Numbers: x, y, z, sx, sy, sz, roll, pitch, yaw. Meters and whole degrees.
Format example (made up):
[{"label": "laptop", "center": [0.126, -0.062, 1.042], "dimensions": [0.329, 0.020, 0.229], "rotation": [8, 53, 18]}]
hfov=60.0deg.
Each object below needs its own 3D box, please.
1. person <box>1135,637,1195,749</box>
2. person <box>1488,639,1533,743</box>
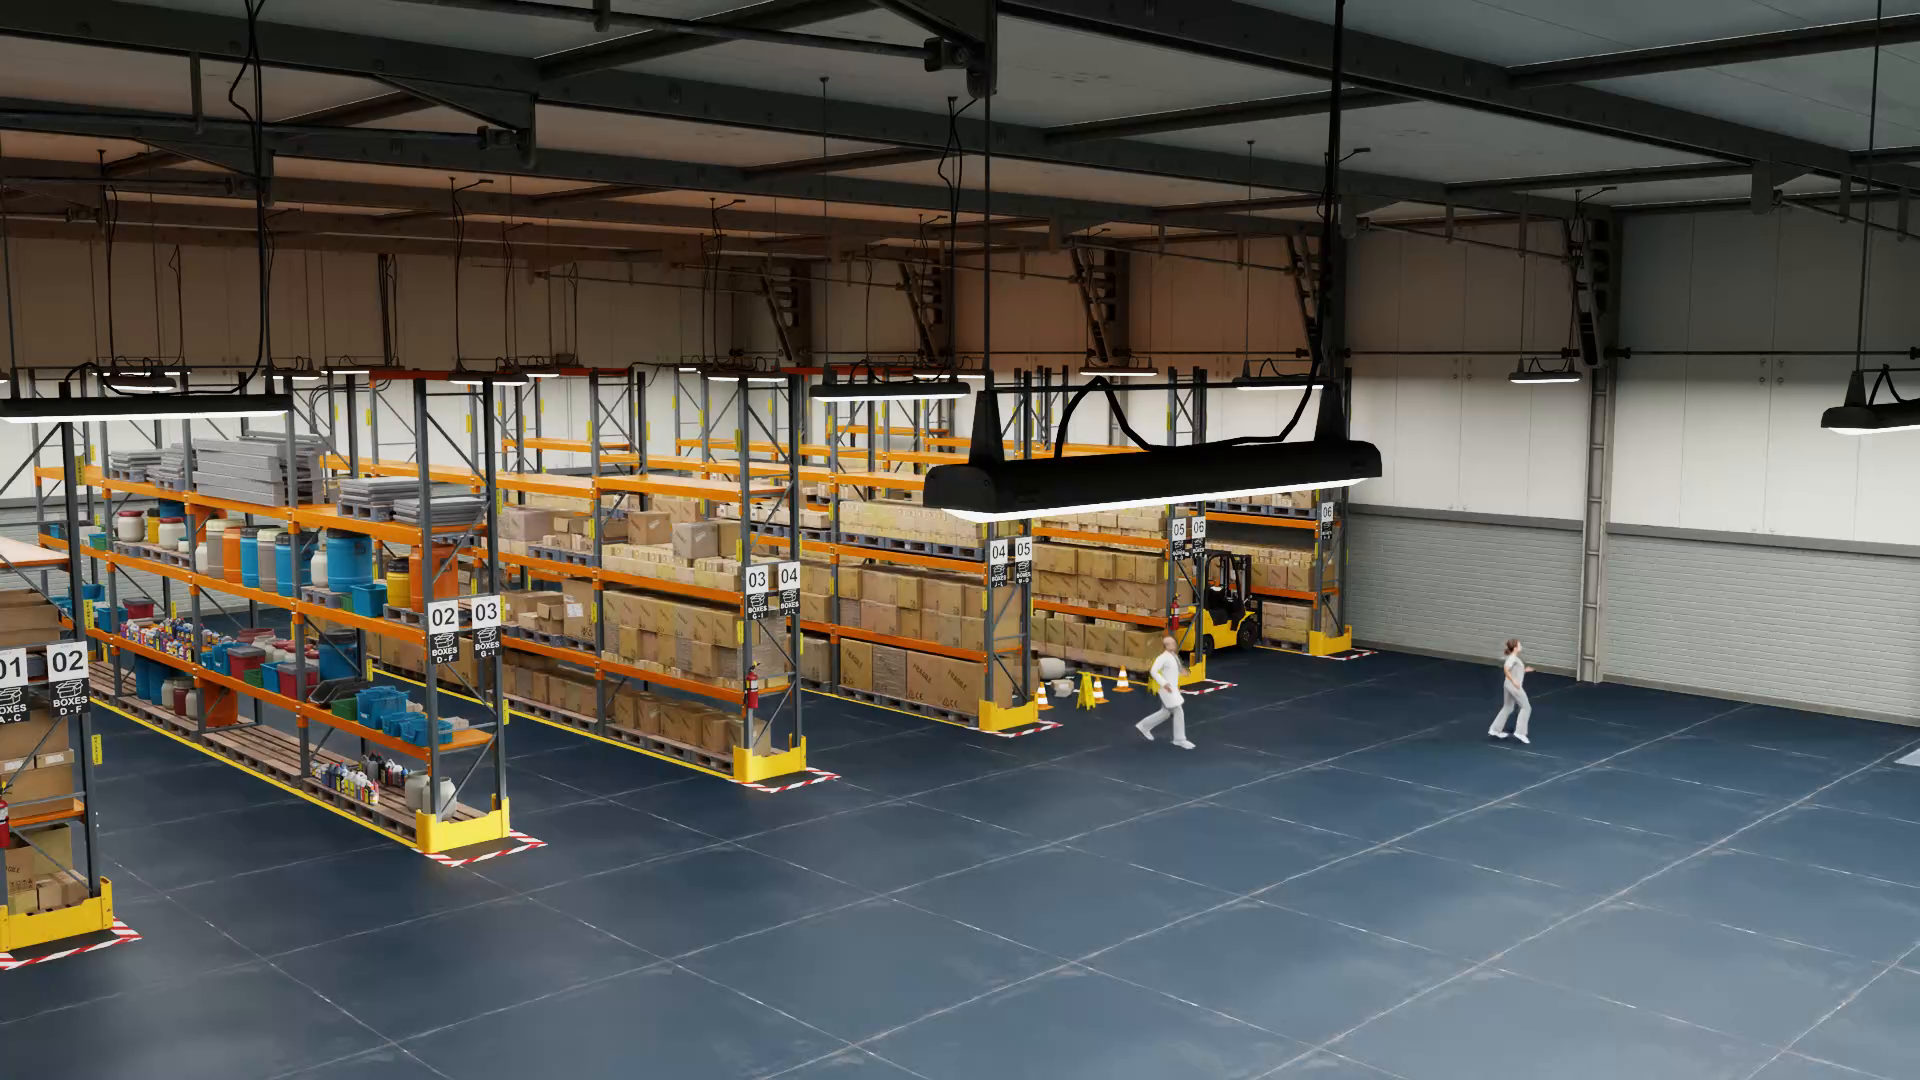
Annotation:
[{"label": "person", "center": [3.313, 2.436, 26.737], "dimensions": [0.972, 1.792, 0.693], "rotation": [1, 7, 12]}, {"label": "person", "center": [8.989, 2.458, 27.050], "dimensions": [0.709, 1.726, 0.548], "rotation": [0, 6, 1]}]
